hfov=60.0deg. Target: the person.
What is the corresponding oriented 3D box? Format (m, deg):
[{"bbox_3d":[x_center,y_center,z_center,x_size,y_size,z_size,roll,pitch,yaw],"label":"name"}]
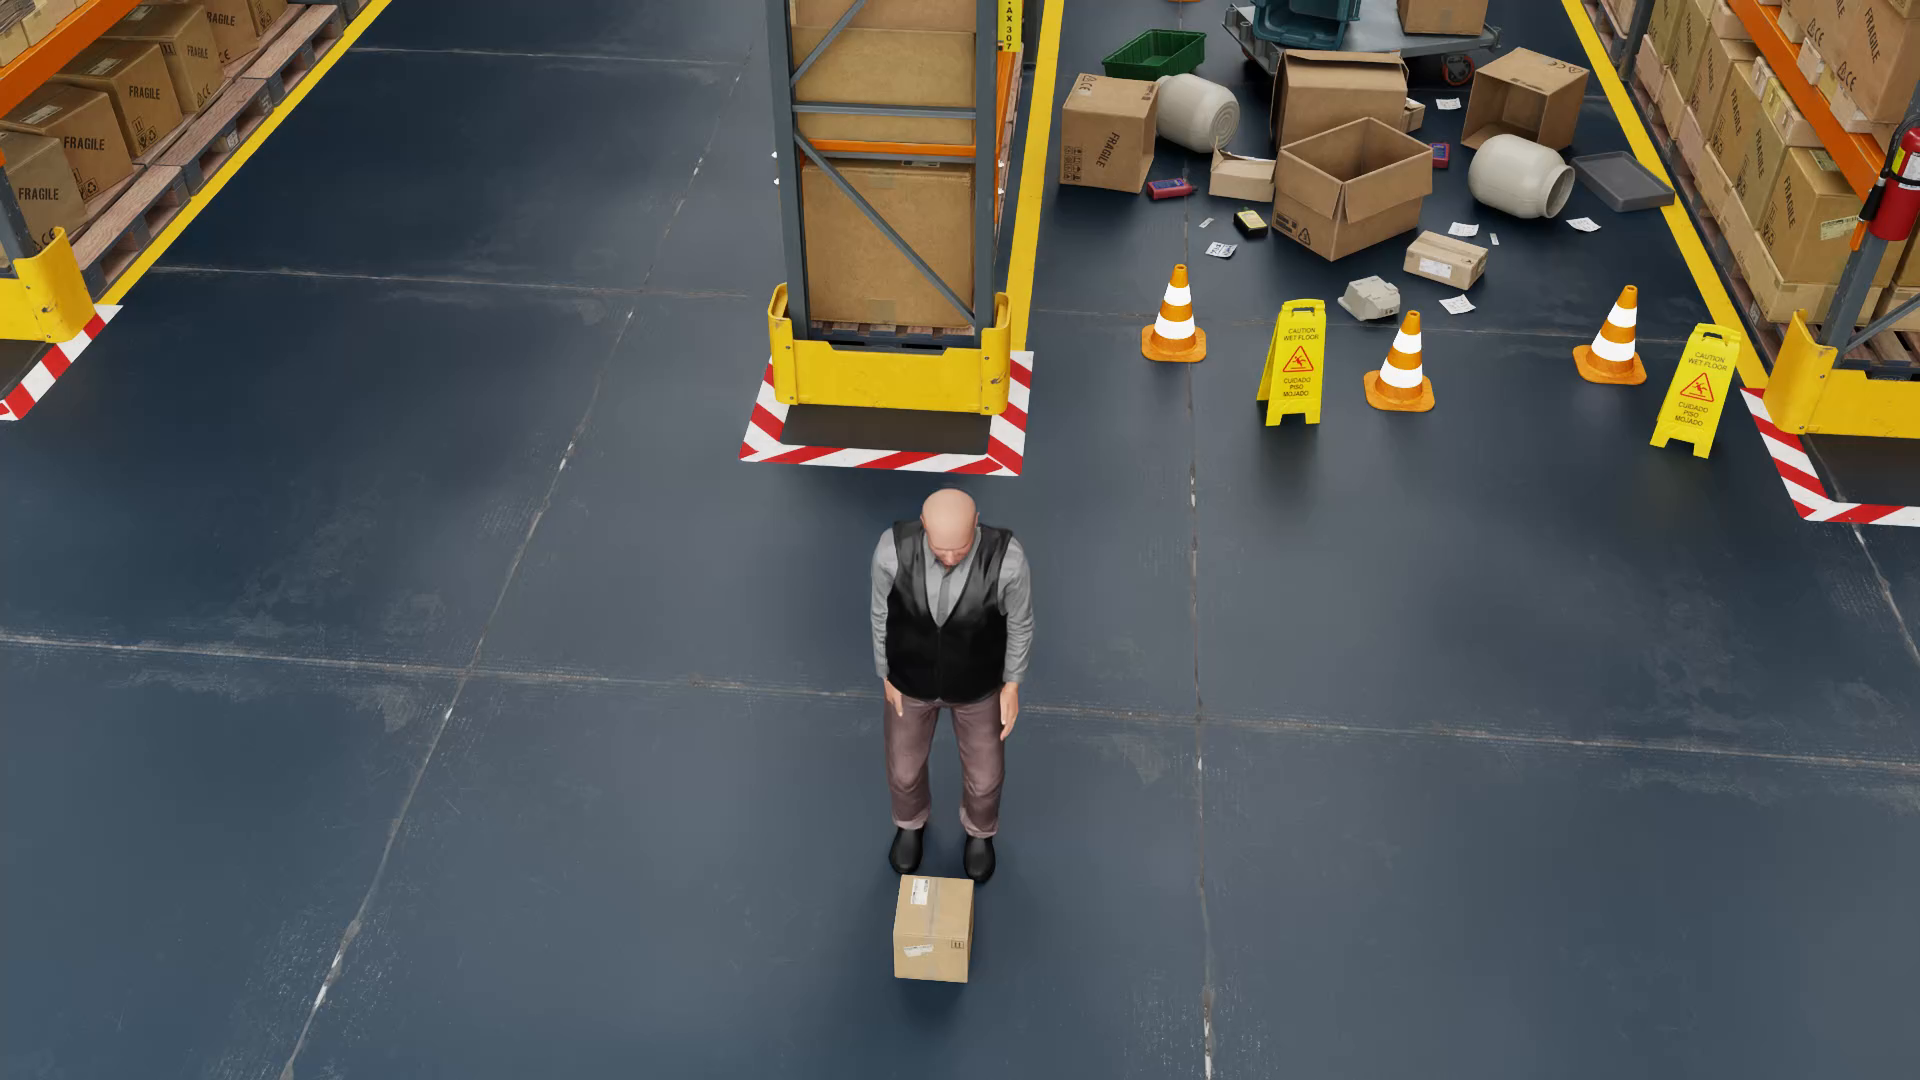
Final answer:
[{"bbox_3d":[-0.025,0.474,5.633,0.546,1.698,0.378,4,40,5],"label":"person"}]
